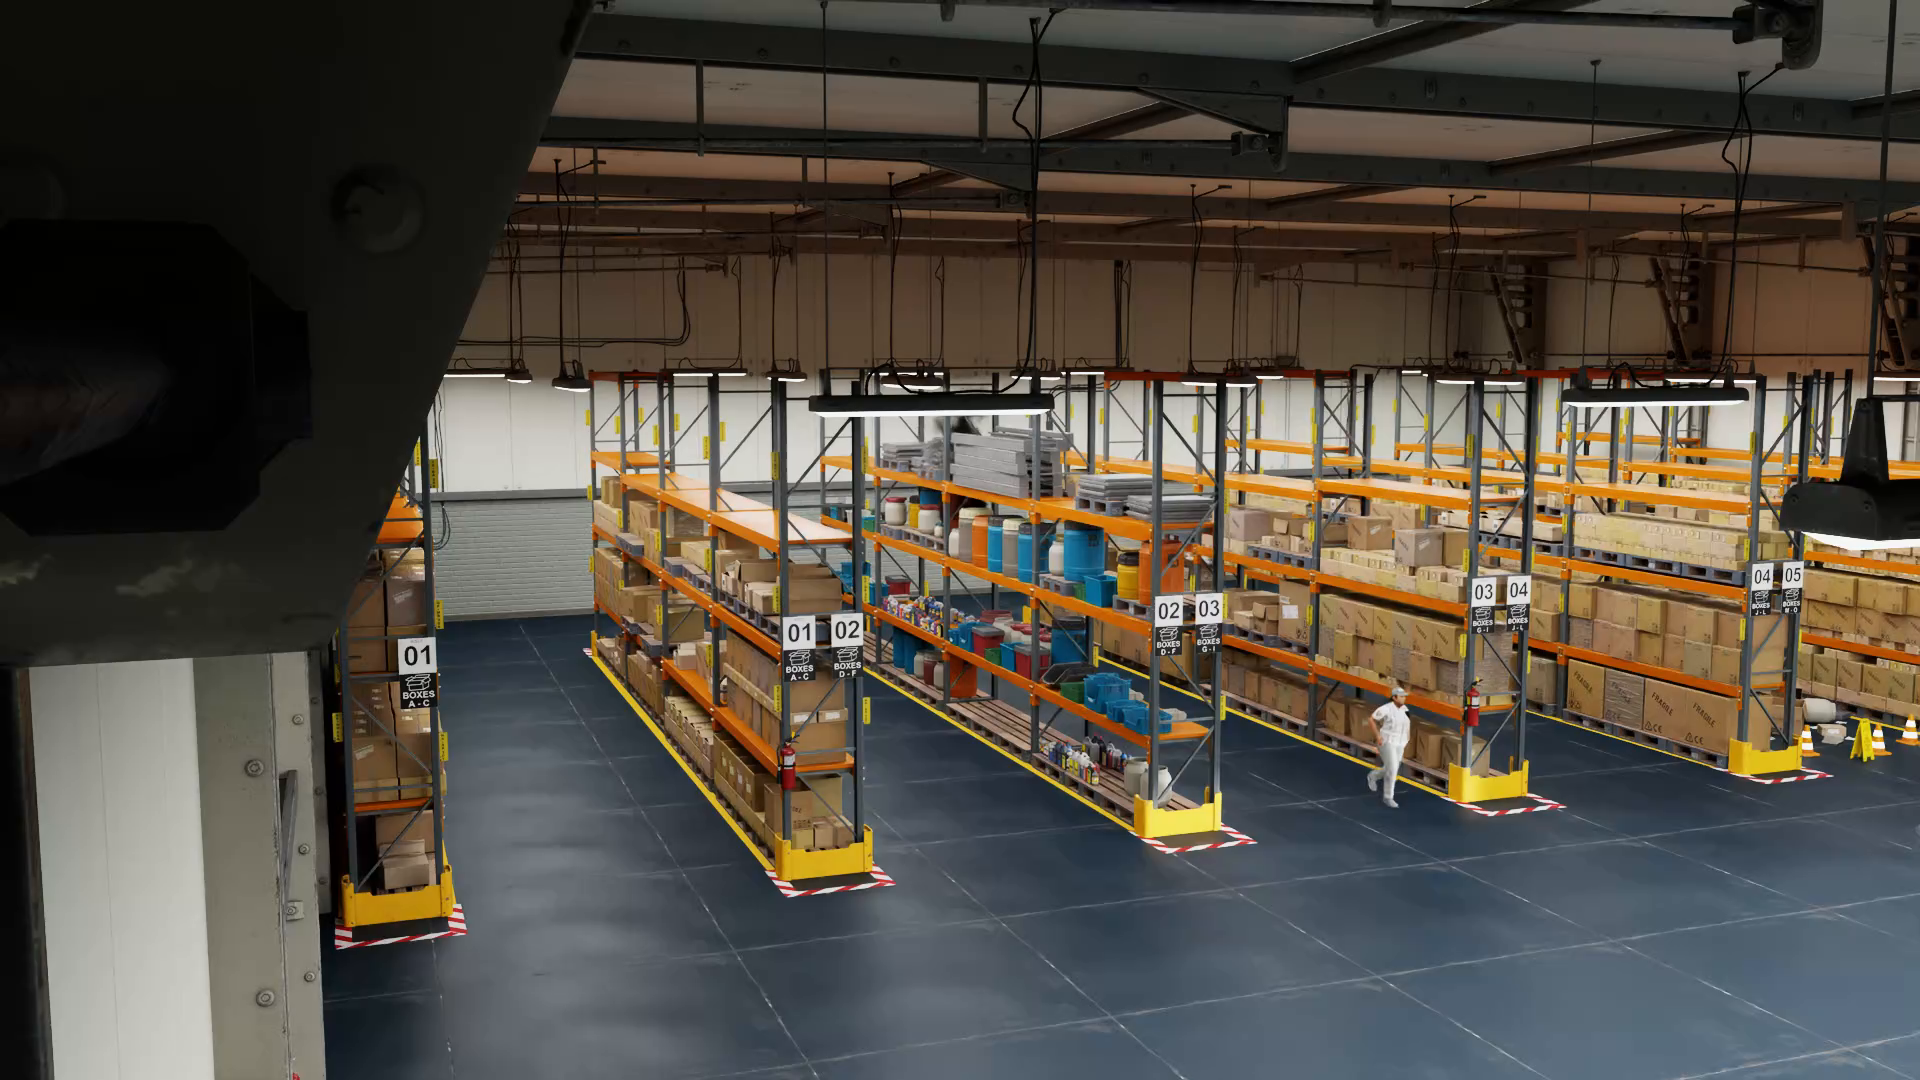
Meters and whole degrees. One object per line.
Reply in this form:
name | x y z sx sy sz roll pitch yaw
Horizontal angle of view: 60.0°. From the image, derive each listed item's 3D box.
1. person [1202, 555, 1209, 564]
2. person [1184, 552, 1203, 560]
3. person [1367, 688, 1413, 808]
person | 5.839 0.877 41.338 0.735 1.695 0.720 0 6 -2
person | 5.703 0.910 40.838 0.725 1.739 0.777 6 8 41
person | 6.121 2.908 23.642 0.644 1.656 0.805 -3 7 -27
